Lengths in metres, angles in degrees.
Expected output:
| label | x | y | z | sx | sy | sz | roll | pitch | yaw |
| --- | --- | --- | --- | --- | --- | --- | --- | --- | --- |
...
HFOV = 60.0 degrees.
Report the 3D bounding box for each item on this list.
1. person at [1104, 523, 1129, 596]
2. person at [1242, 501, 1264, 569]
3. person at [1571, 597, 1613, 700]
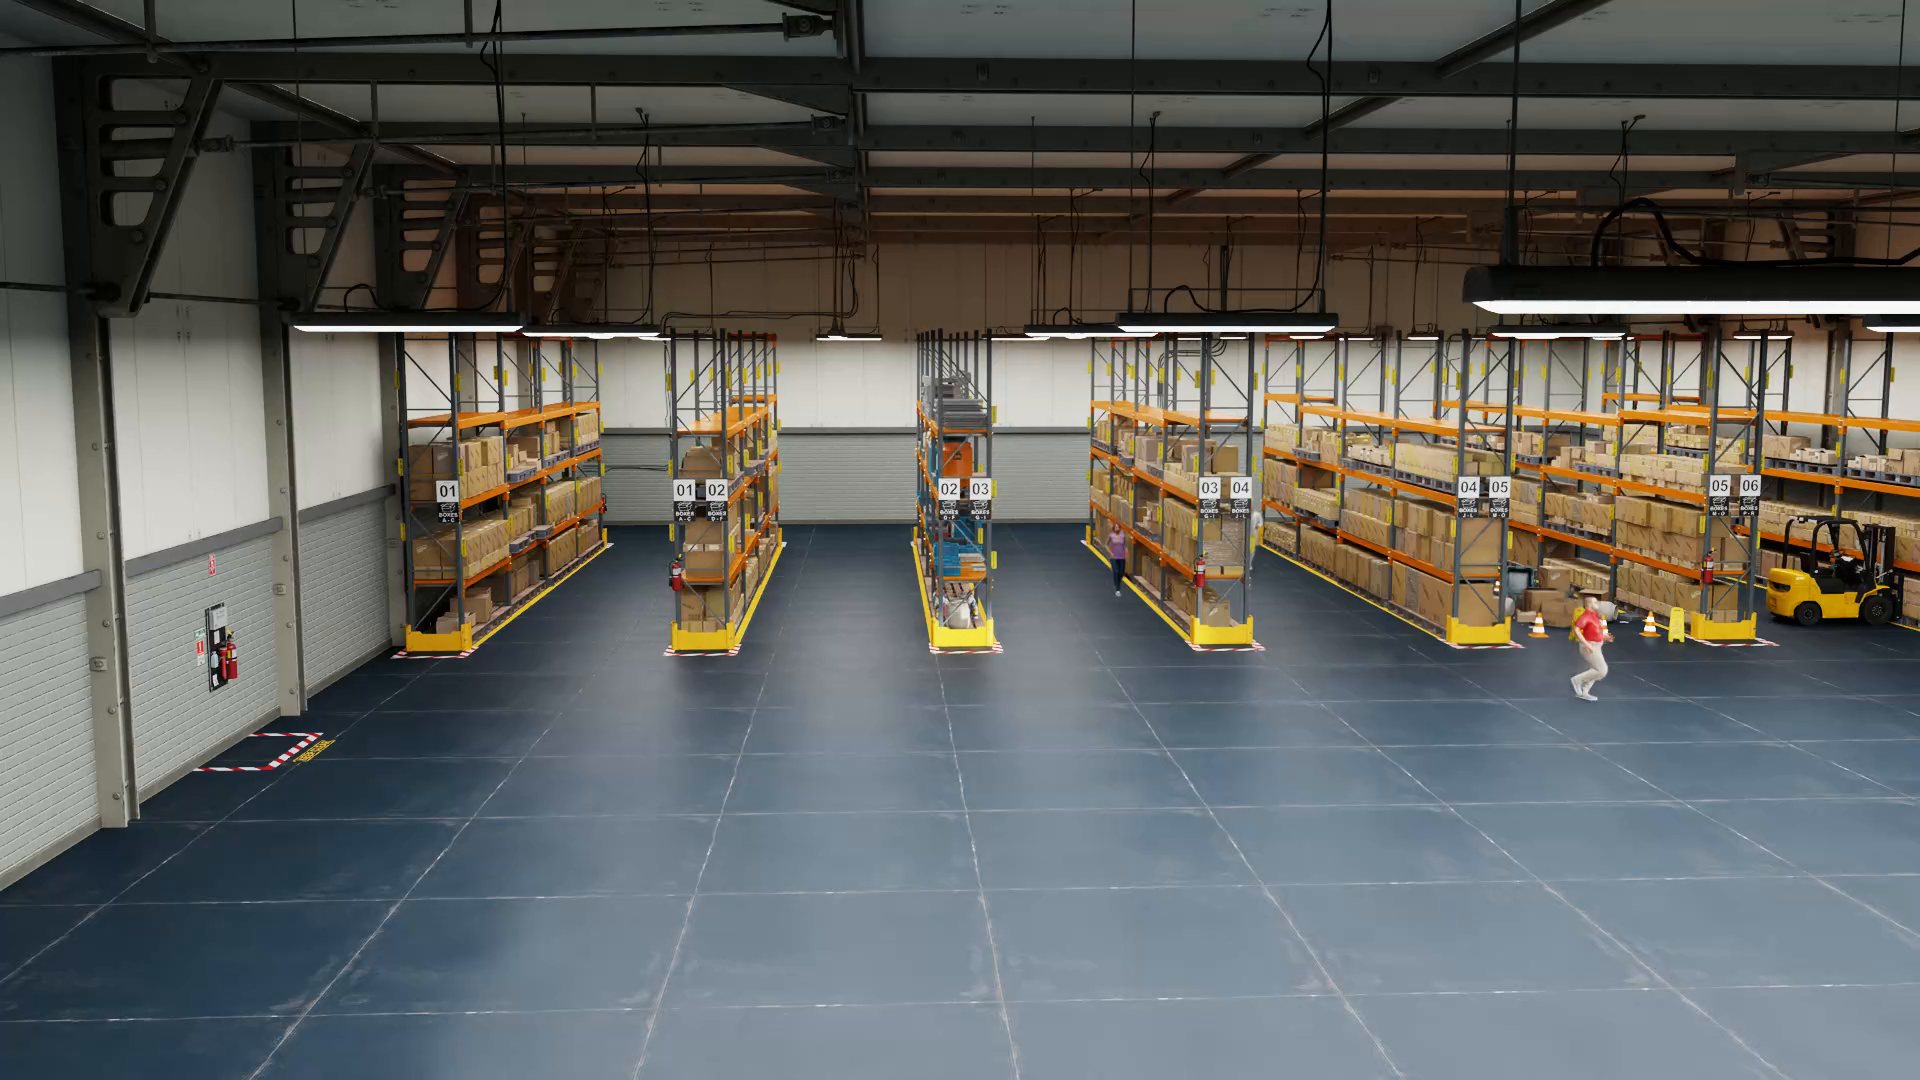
| label | x | y | z | sx | sy | sz | roll | pitch | yaw |
| --- | --- | --- | --- | --- | --- | --- | --- | --- | --- |
| person | 3.396 | 0.407 | 36.063 | 0.555 | 1.582 | 0.571 | 0 | 7 | -4 |
| person | 7.326 | -0.100 | 41.965 | 0.693 | 1.741 | 0.695 | -1 | 7 | -8 |
| person | 10.179 | 1.749 | 26.696 | 0.557 | 1.682 | 0.658 | 4 | 8 | 30 |
